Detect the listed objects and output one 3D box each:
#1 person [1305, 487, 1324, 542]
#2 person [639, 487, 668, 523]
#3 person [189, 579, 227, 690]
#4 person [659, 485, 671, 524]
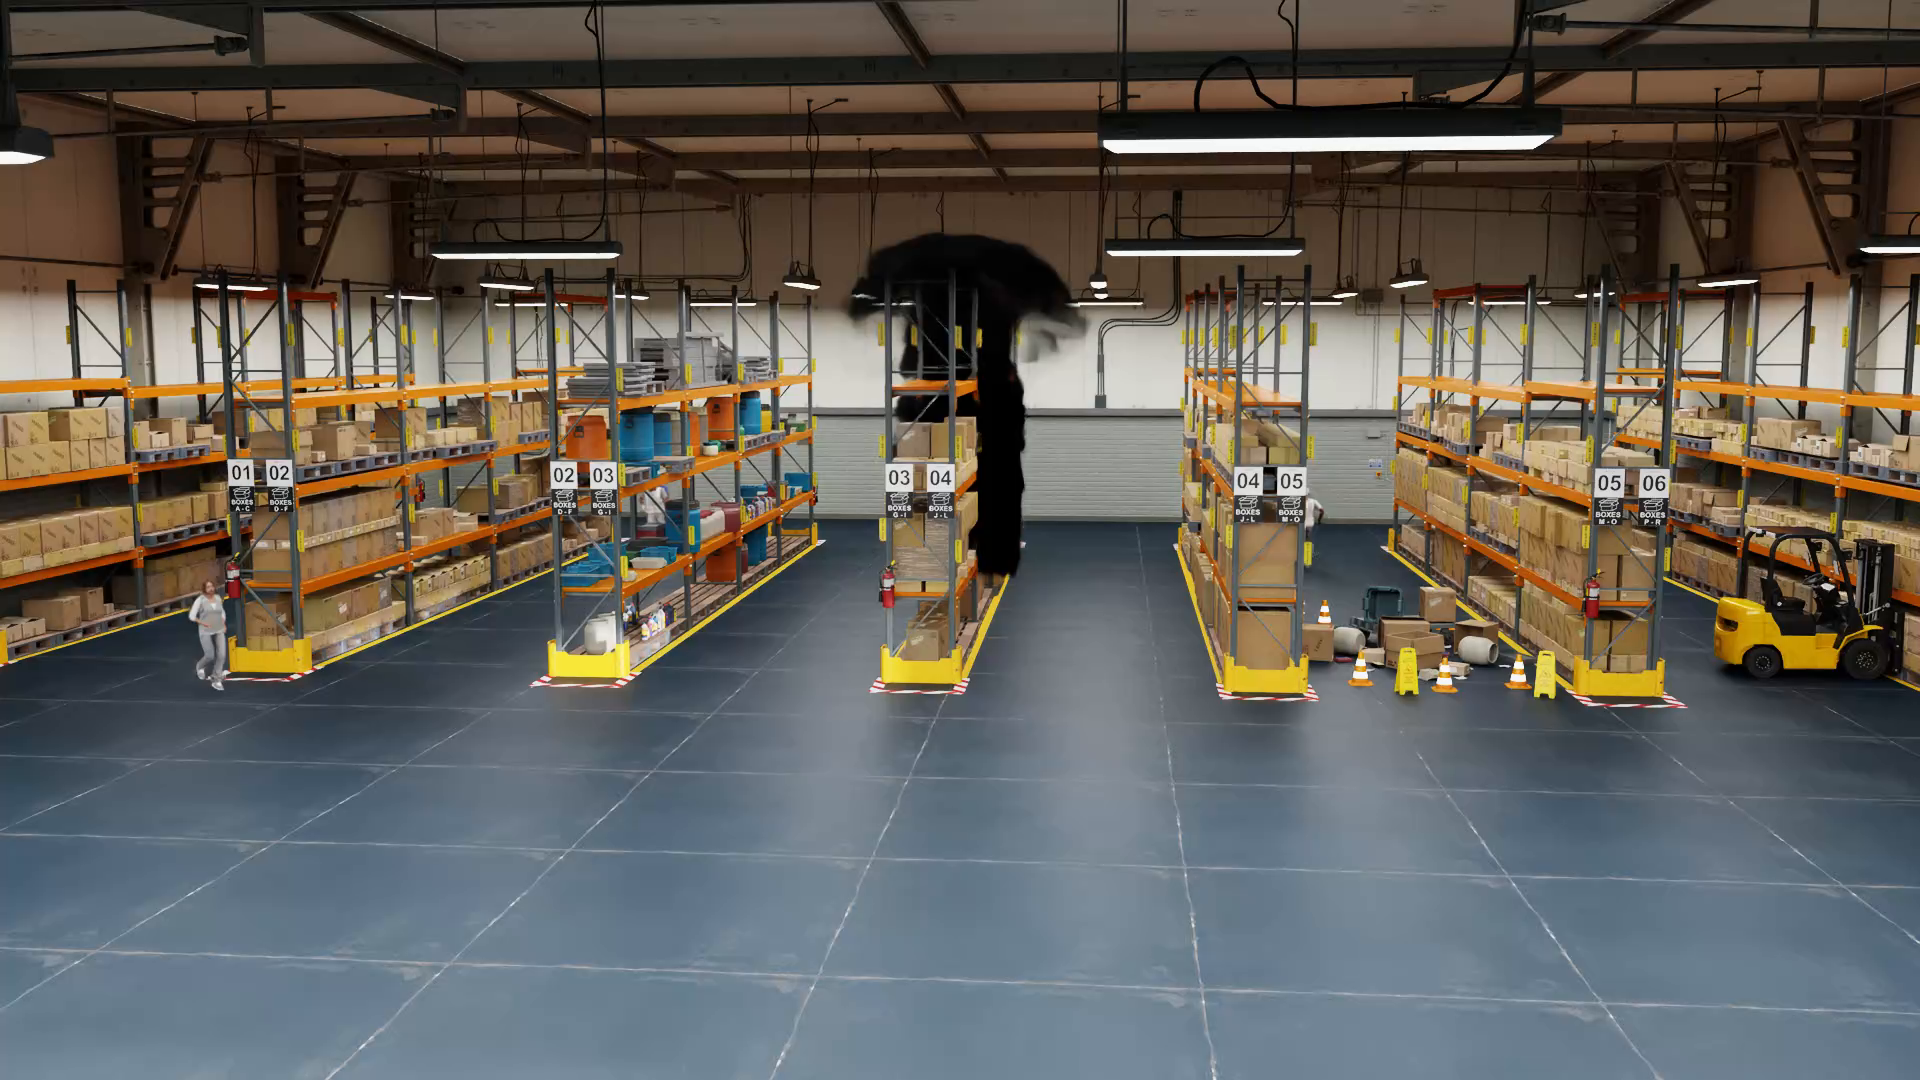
[{"bbox_3d":[7.557,-0.303,36.533,0.677,1.786,0.720,-2,7,-13],"label":"person"},{"bbox_3d":[-7.209,-0.609,39.158,0.689,1.809,0.711,-1,7,-7],"label":"person"},{"bbox_3d":[-10.769,1.351,23.837,0.614,1.589,0.532,6,9,42],"label":"person"},{"bbox_3d":[-7.321,-0.743,40.930,0.618,1.611,0.675,-5,9,-38],"label":"person"}]
